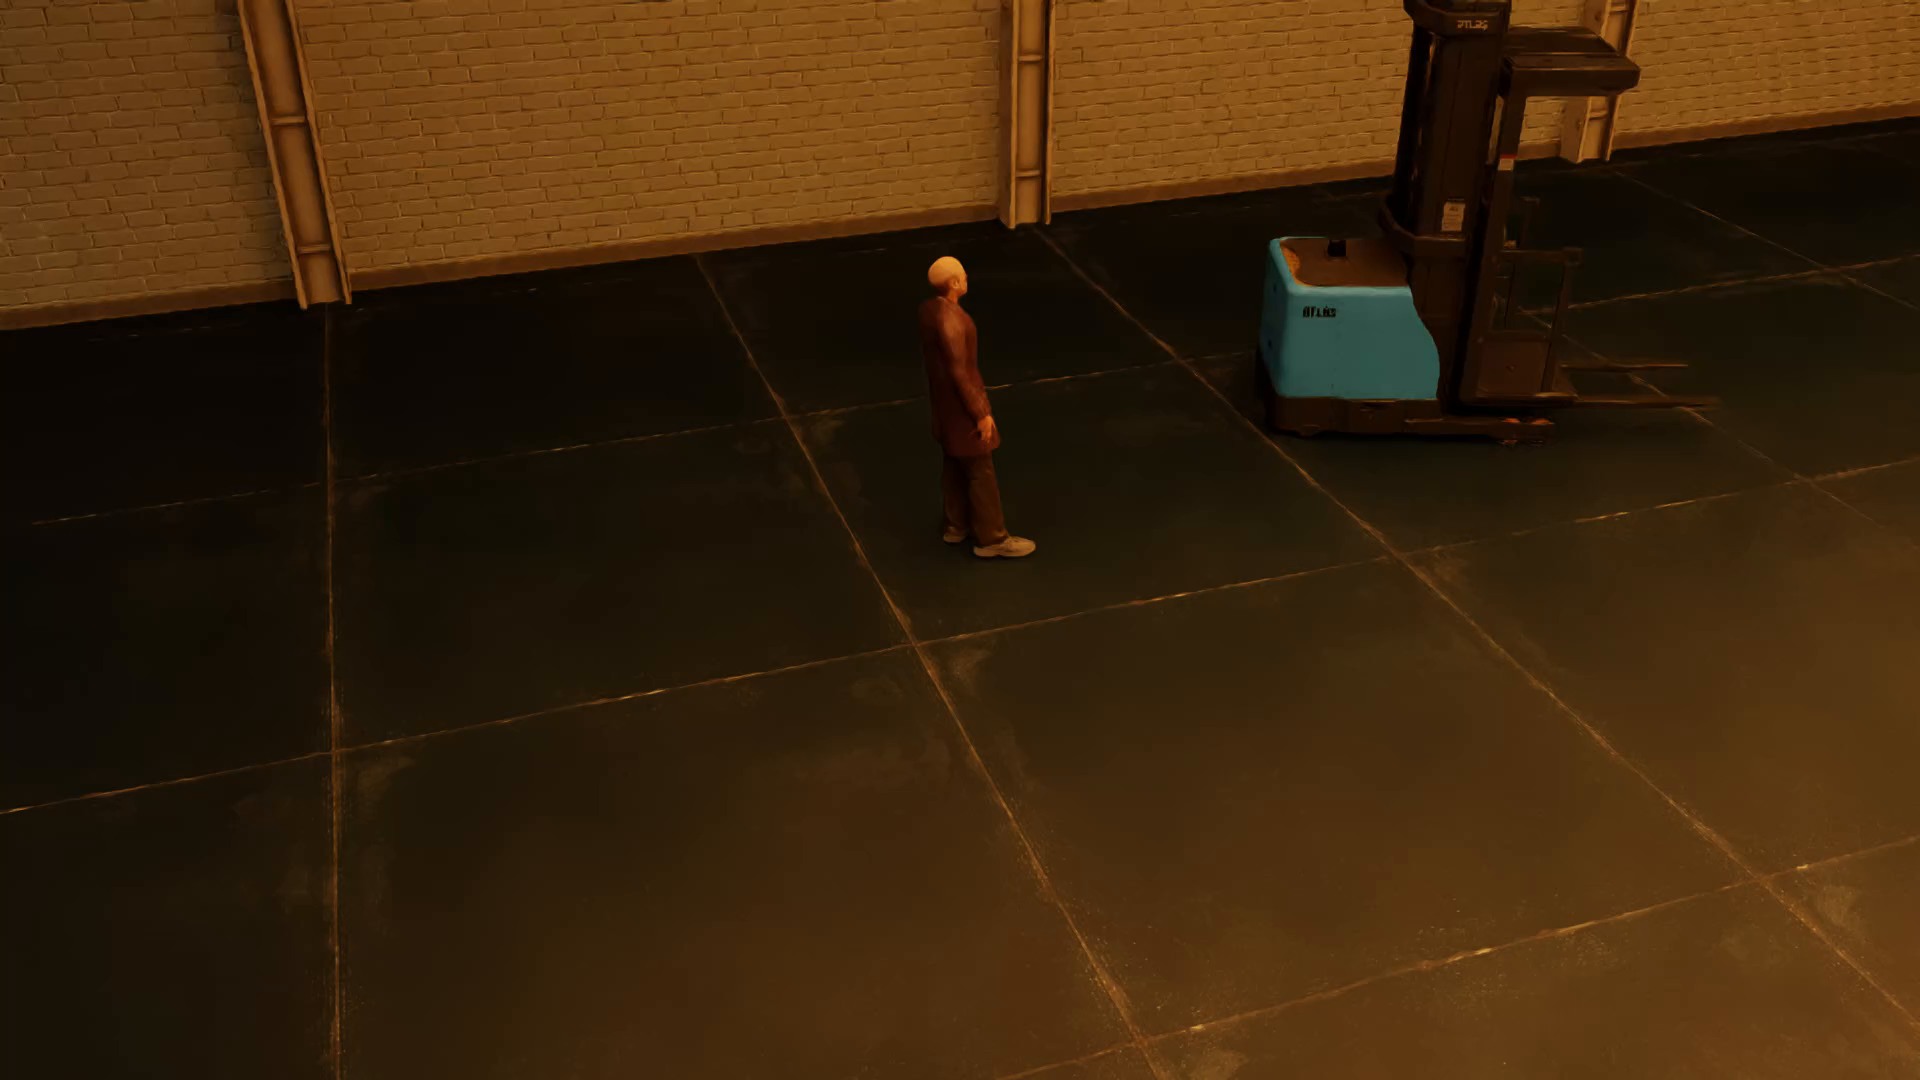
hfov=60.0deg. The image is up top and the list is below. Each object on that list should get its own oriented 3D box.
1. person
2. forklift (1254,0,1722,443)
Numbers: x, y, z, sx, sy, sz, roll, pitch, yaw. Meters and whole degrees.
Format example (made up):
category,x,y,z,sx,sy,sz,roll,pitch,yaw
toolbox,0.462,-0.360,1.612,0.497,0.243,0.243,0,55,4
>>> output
category,x,y,z,sx,sy,sz,roll,pitch,yaw
person,0.088,-0.789,9.600,0.580,1.776,0.694,-10,31,-16
forklift,3.623,-2.189,10.891,3.031,2.935,1.130,1,30,1
